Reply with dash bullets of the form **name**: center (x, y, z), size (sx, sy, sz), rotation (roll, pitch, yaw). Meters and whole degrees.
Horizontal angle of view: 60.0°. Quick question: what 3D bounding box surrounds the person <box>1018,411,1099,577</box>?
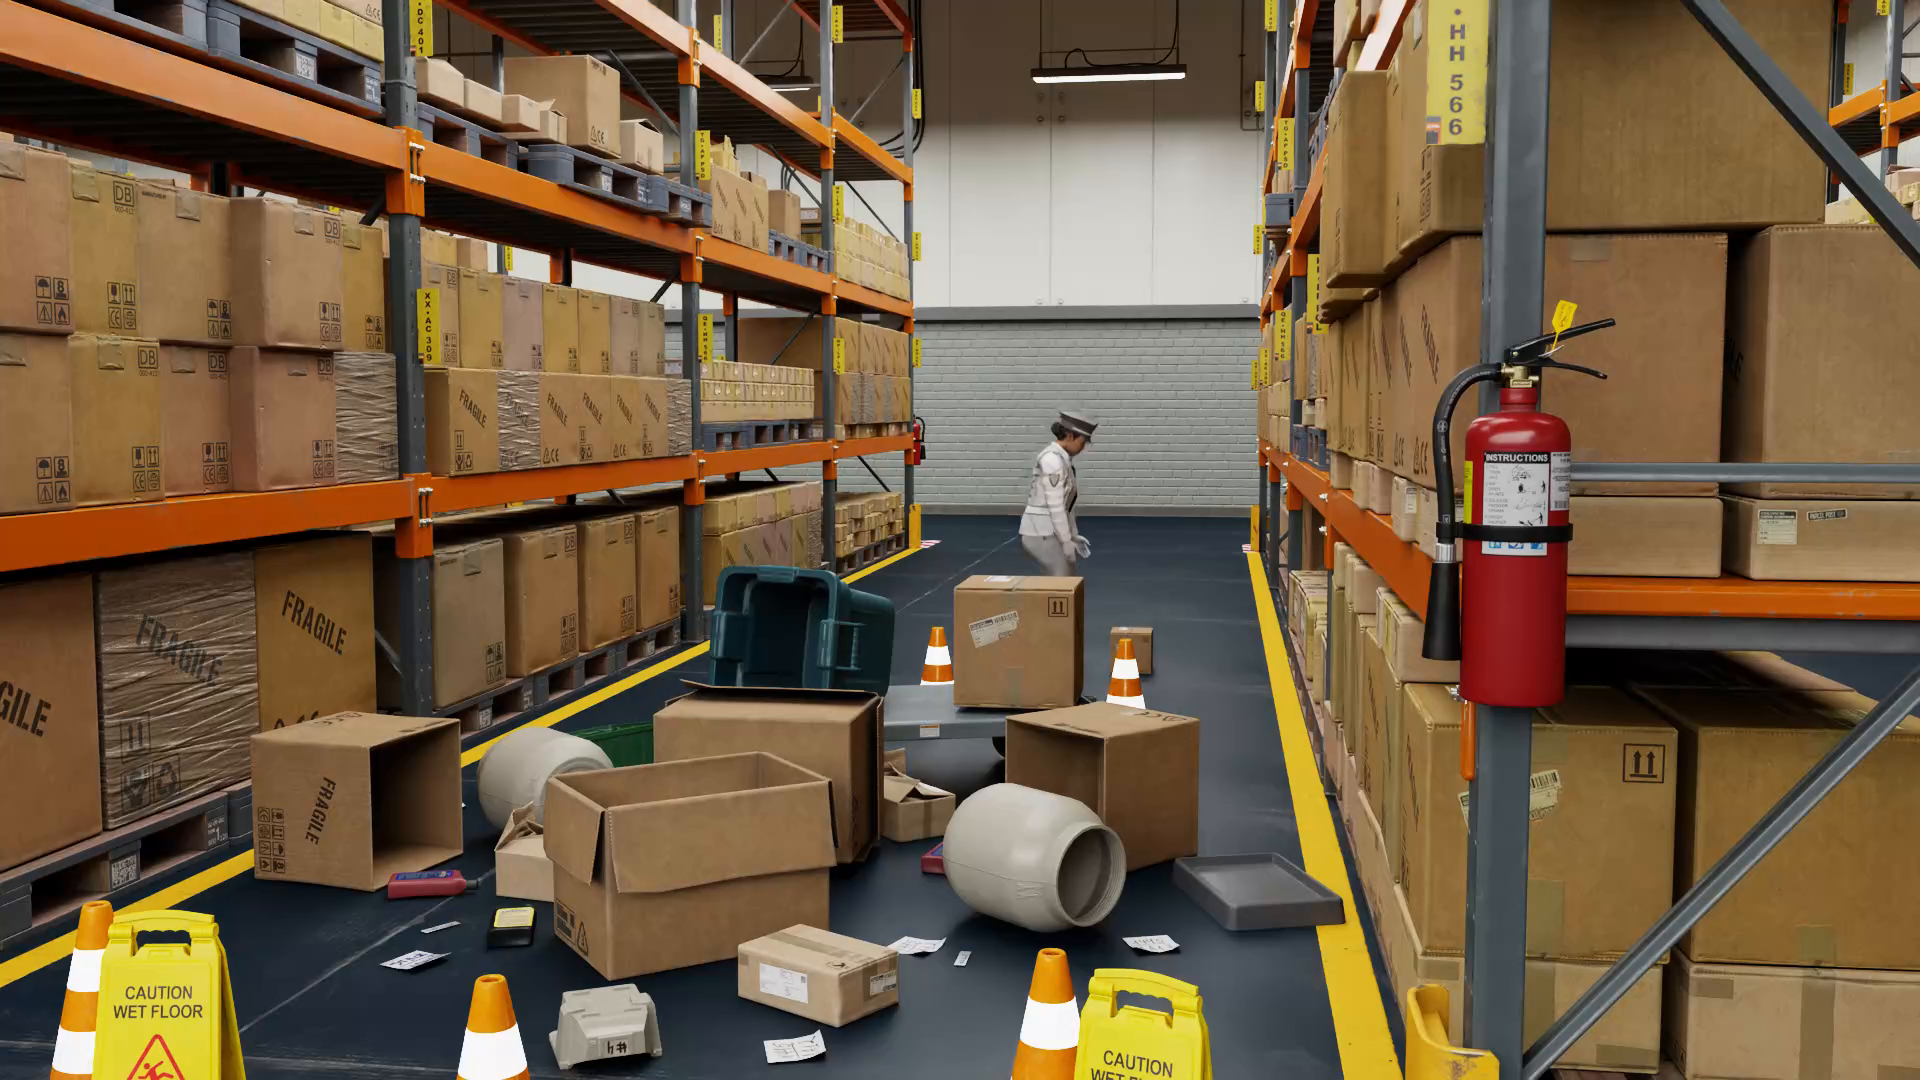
- **person**: center (0.610, 0.006, 10.283), size (0.485, 1.604, 0.508), rotation (1, 5, 10)
